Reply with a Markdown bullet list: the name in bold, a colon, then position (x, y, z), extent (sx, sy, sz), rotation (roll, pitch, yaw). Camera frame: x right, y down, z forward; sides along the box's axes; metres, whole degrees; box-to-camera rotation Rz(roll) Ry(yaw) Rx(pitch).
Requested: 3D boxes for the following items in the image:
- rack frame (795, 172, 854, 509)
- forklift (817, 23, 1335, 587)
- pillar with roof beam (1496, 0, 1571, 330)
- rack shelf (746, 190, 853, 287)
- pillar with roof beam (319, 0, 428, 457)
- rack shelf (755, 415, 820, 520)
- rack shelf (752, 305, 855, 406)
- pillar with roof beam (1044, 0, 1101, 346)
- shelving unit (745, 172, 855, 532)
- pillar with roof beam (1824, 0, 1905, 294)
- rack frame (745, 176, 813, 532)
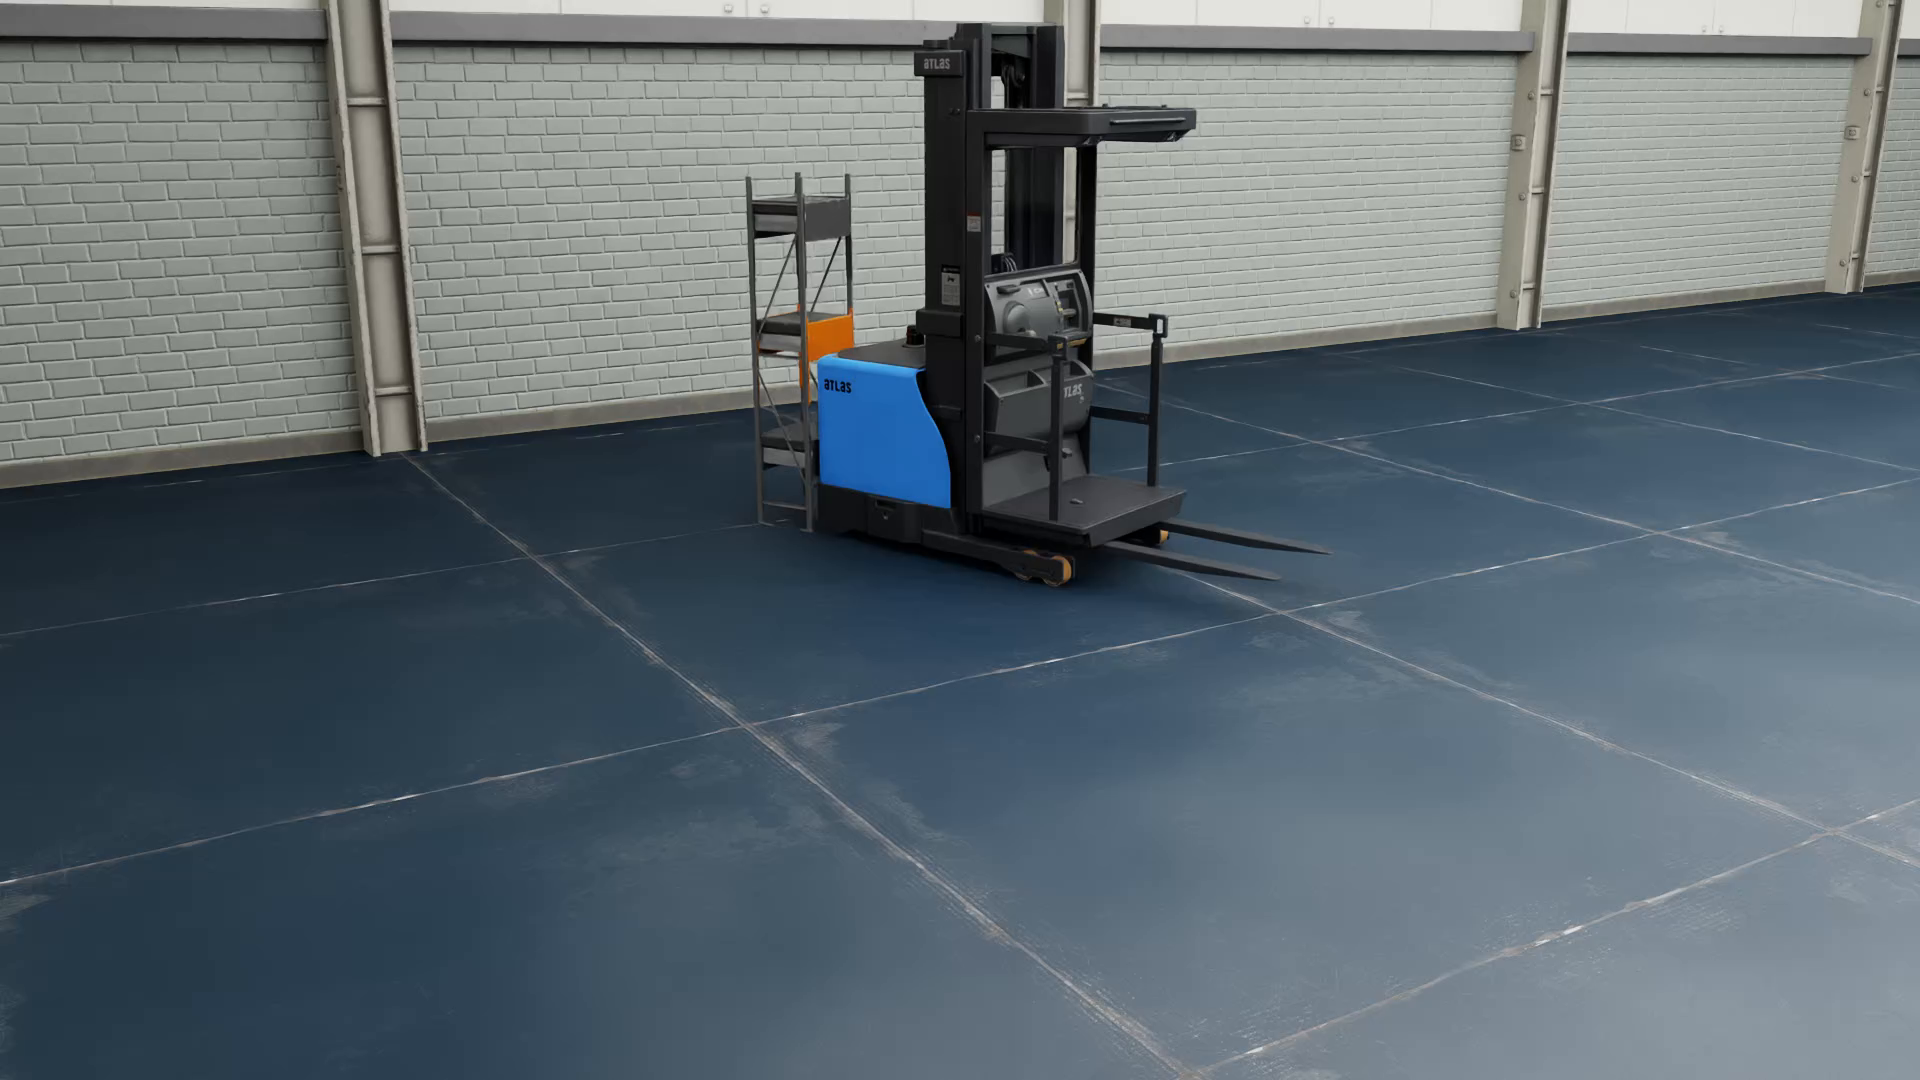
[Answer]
- **rack frame**: position (-0.824, -1.199, 10.293), extent (0.400, 2.100, 0.015), rotation (9, 18, 29)
- **forklift**: position (0.610, -1.320, 9.189), extent (3.031, 2.935, 1.130), rotation (12, 20, 37)
- **pillar with roof beam**: position (8.332, -5.673, 13.476), extent (0.400, 9.000, 9.100), rotation (-9, 18, -30)
- **rack shelf**: position (-0.951, -1.804, 9.907), extent (0.431, 0.518, 0.480), rotation (9, 18, 29)
- **pillar with roof beam**: position (-1.954, -4.005, 7.525), extent (0.400, 9.000, 9.100), rotation (-9, 18, -30)
- **rack shelf**: position (-0.945, -0.455, 10.281), extent (0.431, 0.518, 0.480), rotation (9, 18, 29)
- **rack shelf**: position (-0.948, -1.129, 10.094), extent (0.431, 0.518, 0.480), rotation (9, 18, 29)
- **pillar with roof beam**: position (3.189, -4.839, 10.501), extent (0.400, 9.000, 9.100), rotation (-9, 18, -30)
- **shelving unit**: position (-0.948, -1.142, 10.091), extent (0.431, 2.100, 0.503), rotation (9, 18, 29)
- **pillar with roof beam**: position (13.475, -6.507, 16.451), extent (0.400, 9.000, 9.100), rotation (-9, 18, -30)
- **rack frame**: position (-1.072, -1.086, 9.888), extent (0.400, 2.100, 0.015), rotation (9, 18, 29)
